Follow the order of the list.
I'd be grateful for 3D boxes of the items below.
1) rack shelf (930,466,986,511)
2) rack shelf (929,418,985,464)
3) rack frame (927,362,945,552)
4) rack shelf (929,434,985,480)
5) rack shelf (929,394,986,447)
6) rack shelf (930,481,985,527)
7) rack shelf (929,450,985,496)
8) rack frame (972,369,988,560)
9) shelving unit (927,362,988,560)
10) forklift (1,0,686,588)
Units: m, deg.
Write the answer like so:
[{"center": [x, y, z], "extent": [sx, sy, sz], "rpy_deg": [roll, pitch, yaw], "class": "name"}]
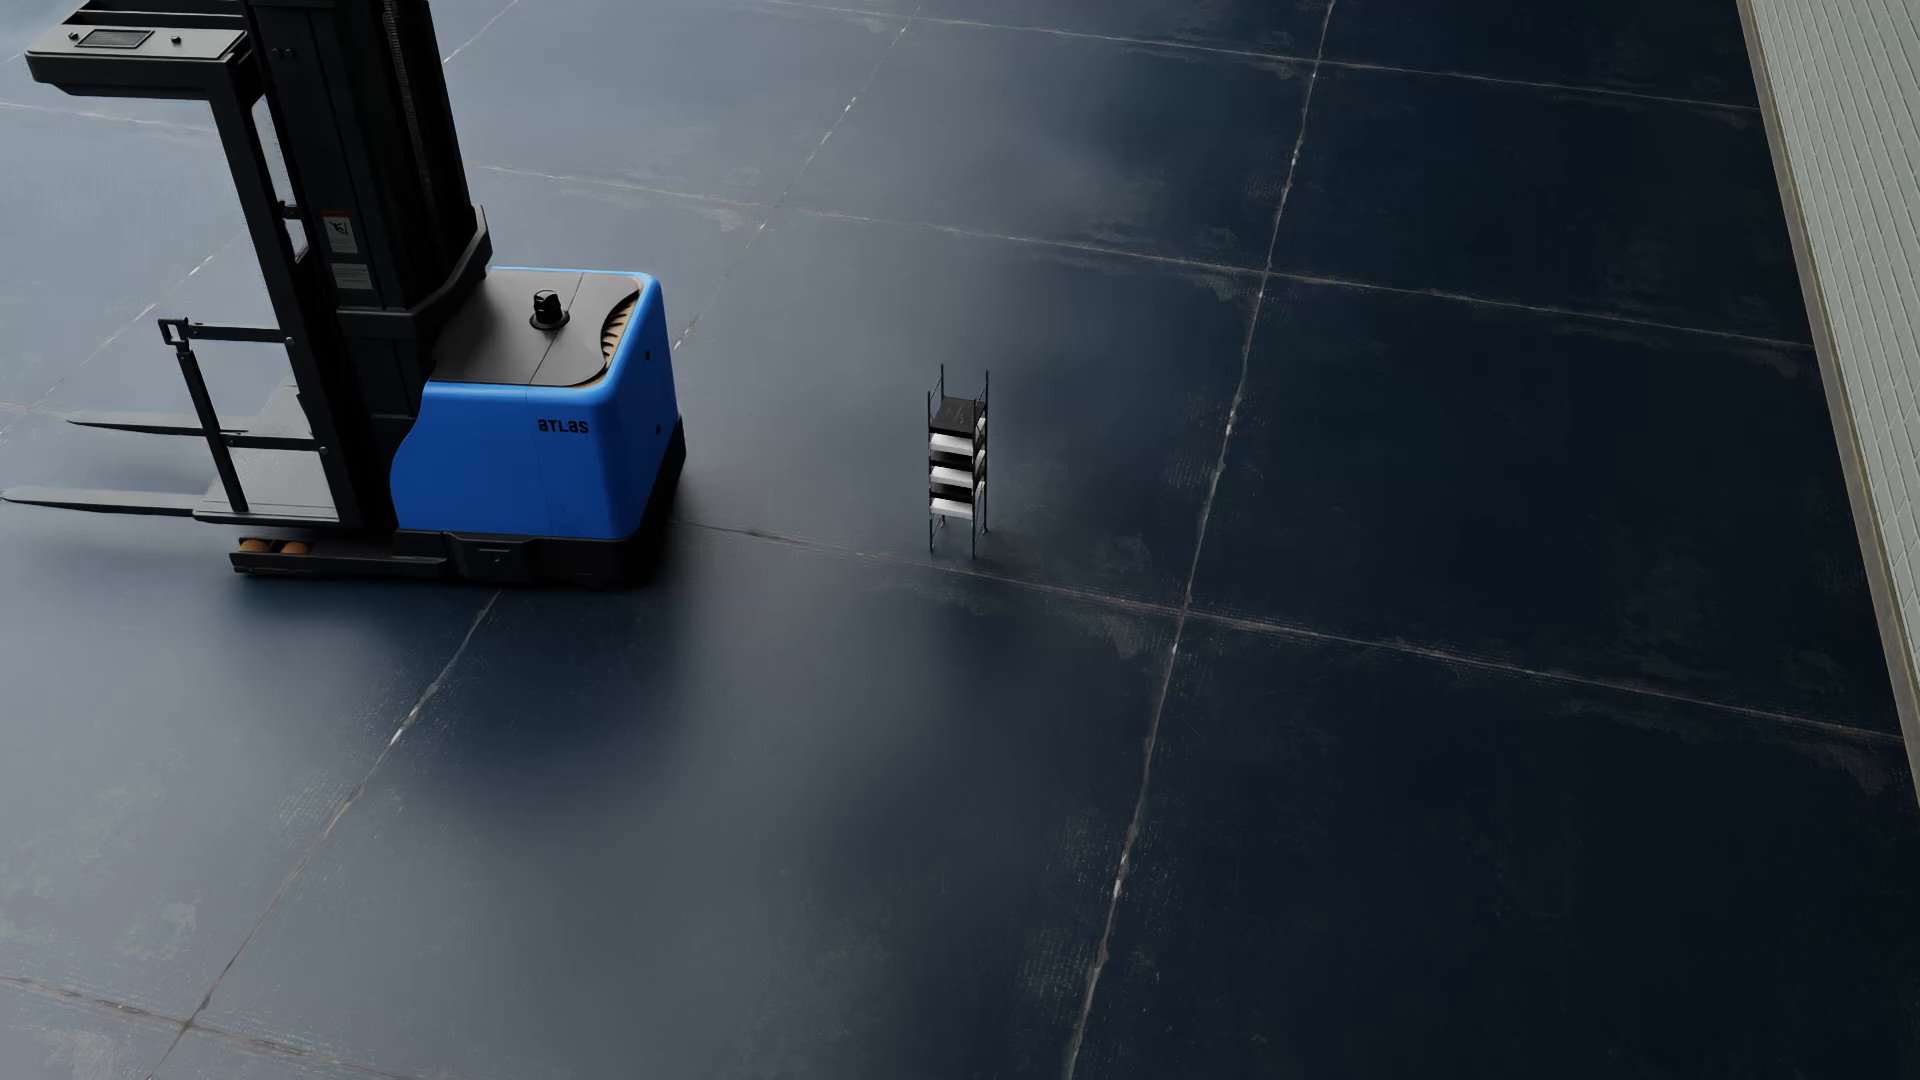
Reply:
[{"center": [-0.008, -0.252, 7.566], "extent": [0.200, 0.077, 0.258], "rpy_deg": [10, 41, 11], "class": "rack shelf"}, {"center": [-0.008, -0.458, 7.392], "extent": [0.200, 0.077, 0.258], "rpy_deg": [10, 41, 11], "class": "rack shelf"}, {"center": [-0.106, -0.363, 7.507], "extent": [0.006, 0.900, 0.240], "rpy_deg": [10, 41, 11], "class": "rack frame"}, {"center": [-0.008, -0.389, 7.450], "extent": [0.200, 0.077, 0.258], "rpy_deg": [10, 41, 11], "class": "rack shelf"}, {"center": [-0.008, -0.527, 7.335], "extent": [0.200, 0.077, 0.258], "rpy_deg": [10, 41, 11], "class": "rack shelf"}, {"center": [-0.008, -0.183, 7.624], "extent": [0.200, 0.077, 0.258], "rpy_deg": [10, 41, 11], "class": "rack shelf"}, {"center": [-0.008, -0.320, 7.508], "extent": [0.200, 0.077, 0.258], "rpy_deg": [10, 41, 11], "class": "rack shelf"}, {"center": [0.090, -0.329, 7.467], "extent": [0.006, 0.900, 0.240], "rpy_deg": [10, 41, 11], "class": "rack frame"}, {"center": [-0.008, -0.346, 7.487], "extent": [0.210, 0.900, 0.258], "rpy_deg": [10, 41, 11], "class": "shelving unit"}, {"center": [-2.886, -1.284, 7.025], "extent": [3.031, 2.935, 1.130], "rpy_deg": [3, 40, 3], "class": "forklift"}]
